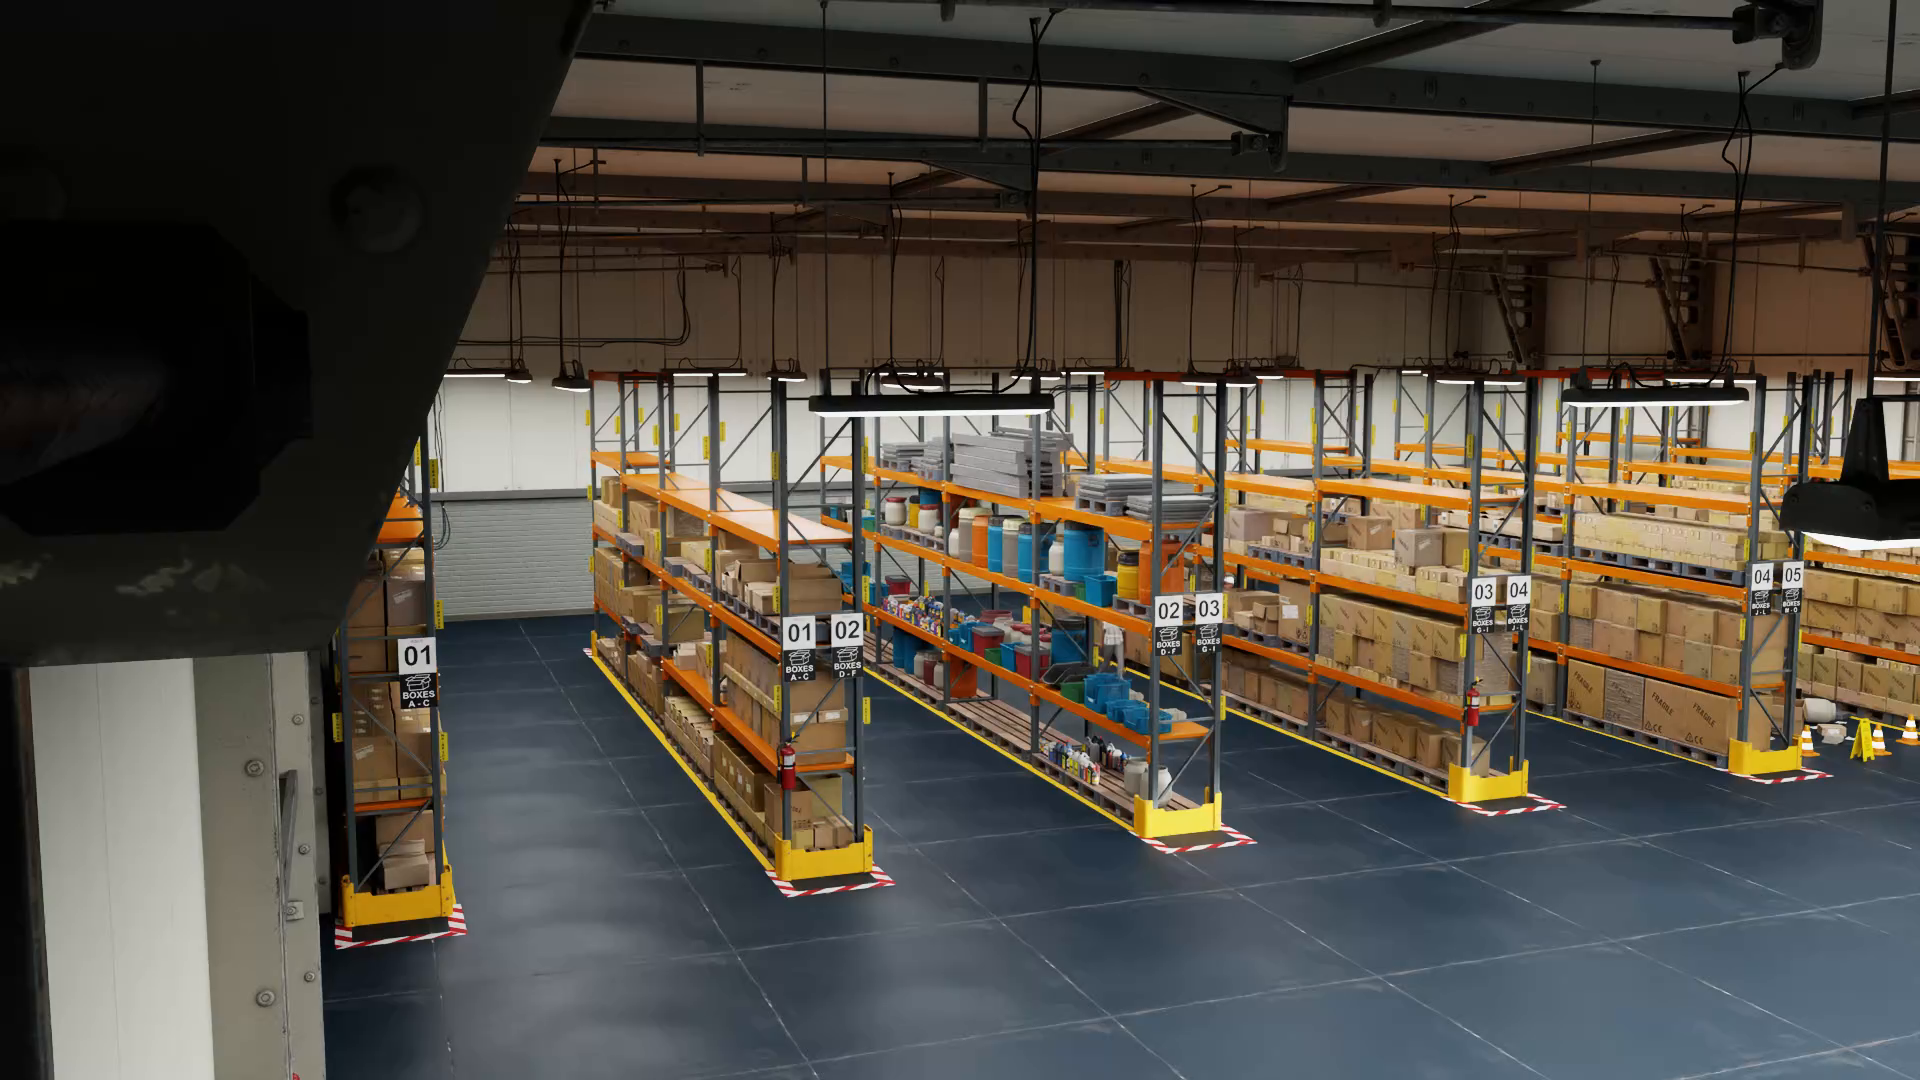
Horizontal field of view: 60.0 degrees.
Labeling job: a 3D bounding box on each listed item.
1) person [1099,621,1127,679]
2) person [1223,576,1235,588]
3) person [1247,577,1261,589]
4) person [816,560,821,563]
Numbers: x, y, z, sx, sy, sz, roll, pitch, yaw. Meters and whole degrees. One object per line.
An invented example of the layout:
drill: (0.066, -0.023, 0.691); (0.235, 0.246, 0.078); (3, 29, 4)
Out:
person: (2.905, 1.970, 31.689); (0.556, 1.652, 0.928); (-2, 7, -14)
person: (5.593, 1.624, 34.582); (0.491, 1.757, 0.983); (-2, 7, -20)
person: (7.769, 0.487, 44.642); (0.612, 1.701, 0.546); (-2, 7, -19)
person: (-3.163, 1.254, 38.027); (0.984, 1.636, 0.543); (-1, 6, -6)
